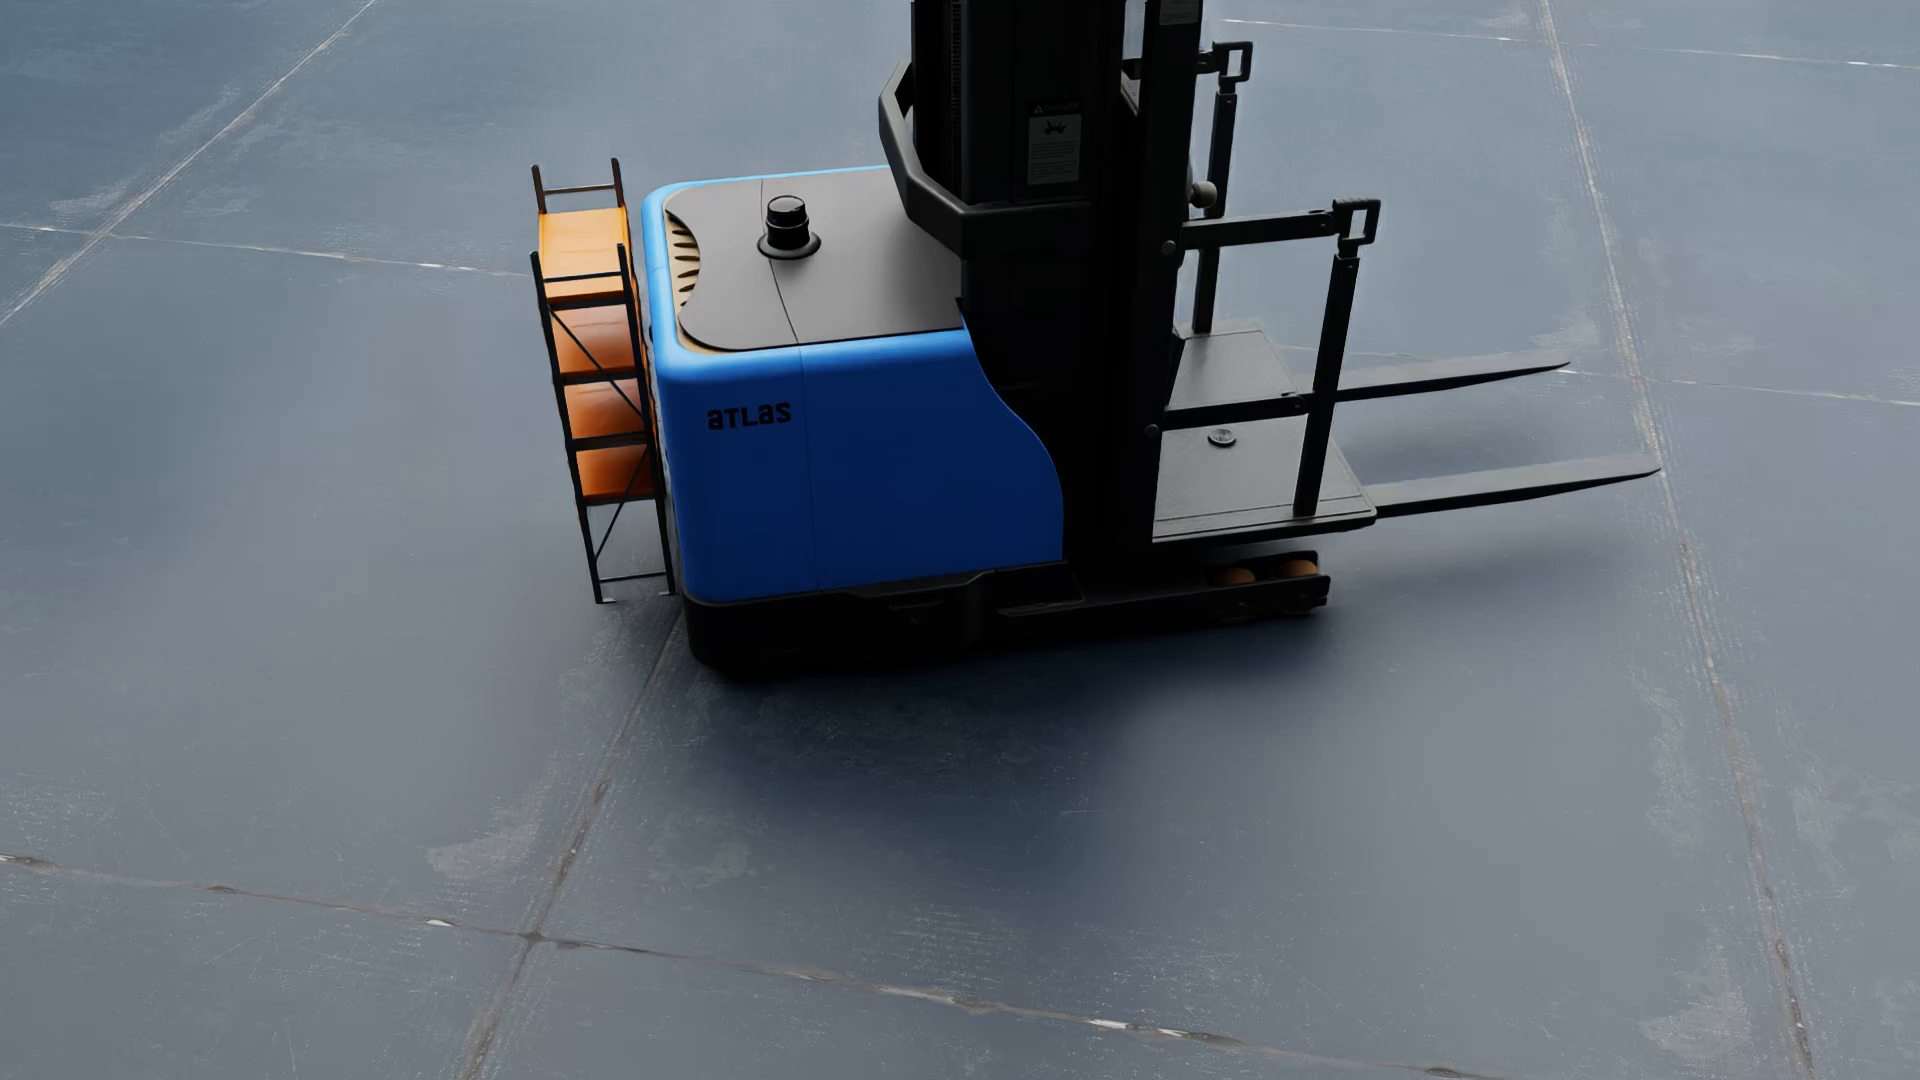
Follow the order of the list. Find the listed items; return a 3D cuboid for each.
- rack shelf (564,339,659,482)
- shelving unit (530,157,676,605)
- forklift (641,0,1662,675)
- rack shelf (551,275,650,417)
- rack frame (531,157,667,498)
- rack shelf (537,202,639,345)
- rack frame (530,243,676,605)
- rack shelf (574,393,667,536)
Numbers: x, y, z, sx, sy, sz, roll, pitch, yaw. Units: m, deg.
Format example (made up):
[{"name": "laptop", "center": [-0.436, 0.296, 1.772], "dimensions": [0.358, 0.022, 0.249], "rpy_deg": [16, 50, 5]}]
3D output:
[{"name": "rack shelf", "center": [-1.028, -0.387, 4.882], "dimensions": [0.258, 0.148, 0.480], "rpy_deg": [-7, 40, -8]}, {"name": "shelving unit", "center": [-1.028, -0.439, 4.839], "dimensions": [0.258, 1.200, 0.503], "rpy_deg": [-7, 40, -8]}, {"name": "forklift", "center": [0.636, -1.207, 4.410], "dimensions": [3.031, 2.935, 1.130], "rpy_deg": [-7, 40, -8]}, {"name": "rack shelf", "center": [-1.028, -0.560, 4.739], "dimensions": [0.258, 0.148, 0.480], "rpy_deg": [-7, 40, -8]}, {"name": "rack frame", "center": [-1.074, -0.592, 5.024], "dimensions": [0.240, 1.200, 0.015], "rpy_deg": [-7, 40, -8]}, {"name": "rack shelf", "center": [-1.029, -0.742, 4.589], "dimensions": [0.258, 0.148, 0.480], "rpy_deg": [-7, 40, -8]}, {"name": "rack frame", "center": [-0.982, -0.286, 4.654], "dimensions": [0.240, 1.200, 0.015], "rpy_deg": [-7, 40, -8]}, {"name": "rack shelf", "center": [-1.027, -0.234, 5.009], "dimensions": [0.258, 0.148, 0.480], "rpy_deg": [-7, 40, -8]}]
